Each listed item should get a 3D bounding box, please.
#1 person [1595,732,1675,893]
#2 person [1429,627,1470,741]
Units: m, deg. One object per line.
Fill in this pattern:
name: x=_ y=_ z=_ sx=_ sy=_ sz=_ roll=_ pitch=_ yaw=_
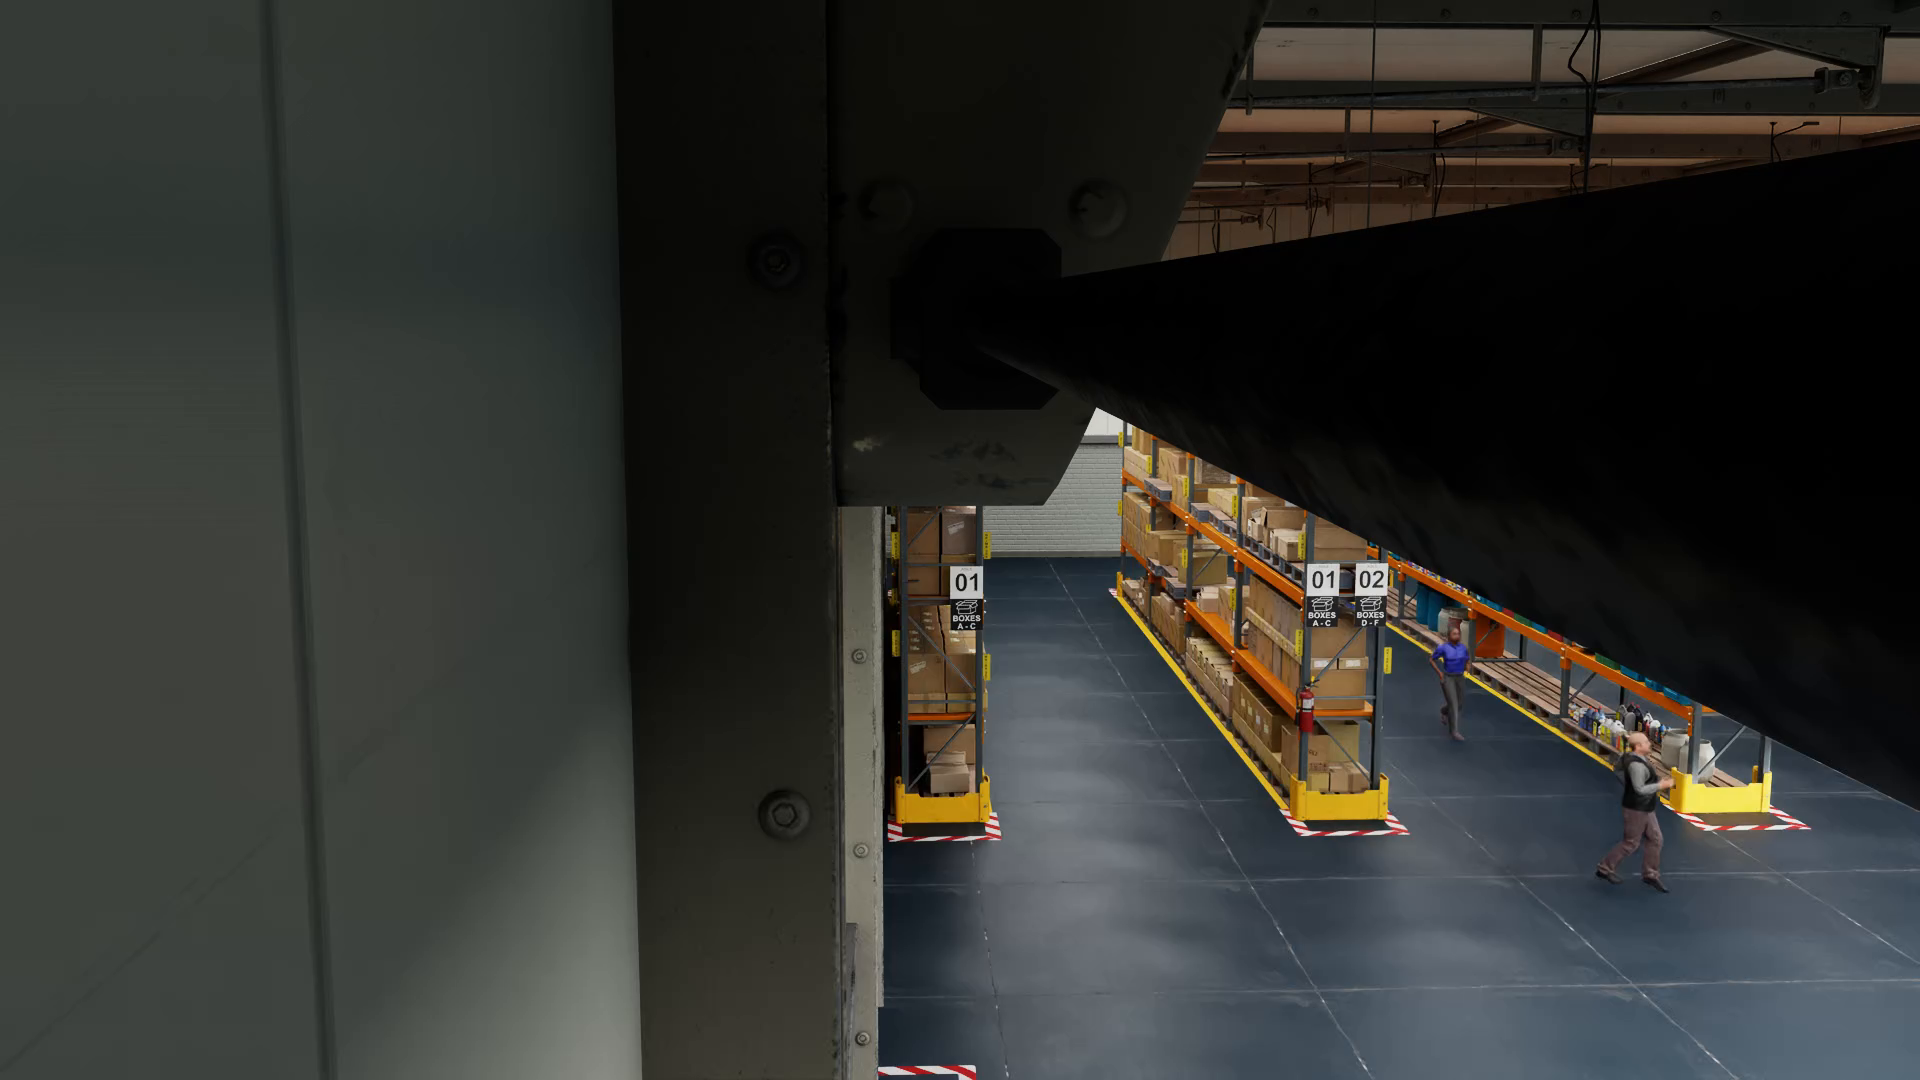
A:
person: x=7.329 y=2.953 z=18.020 sx=0.752 sy=1.772 sz=0.644 roll=4 pitch=9 yaw=24
person: x=7.255 y=2.082 z=24.568 sx=0.588 sy=1.623 sz=0.834 roll=-2 pitch=8 yaw=-13
